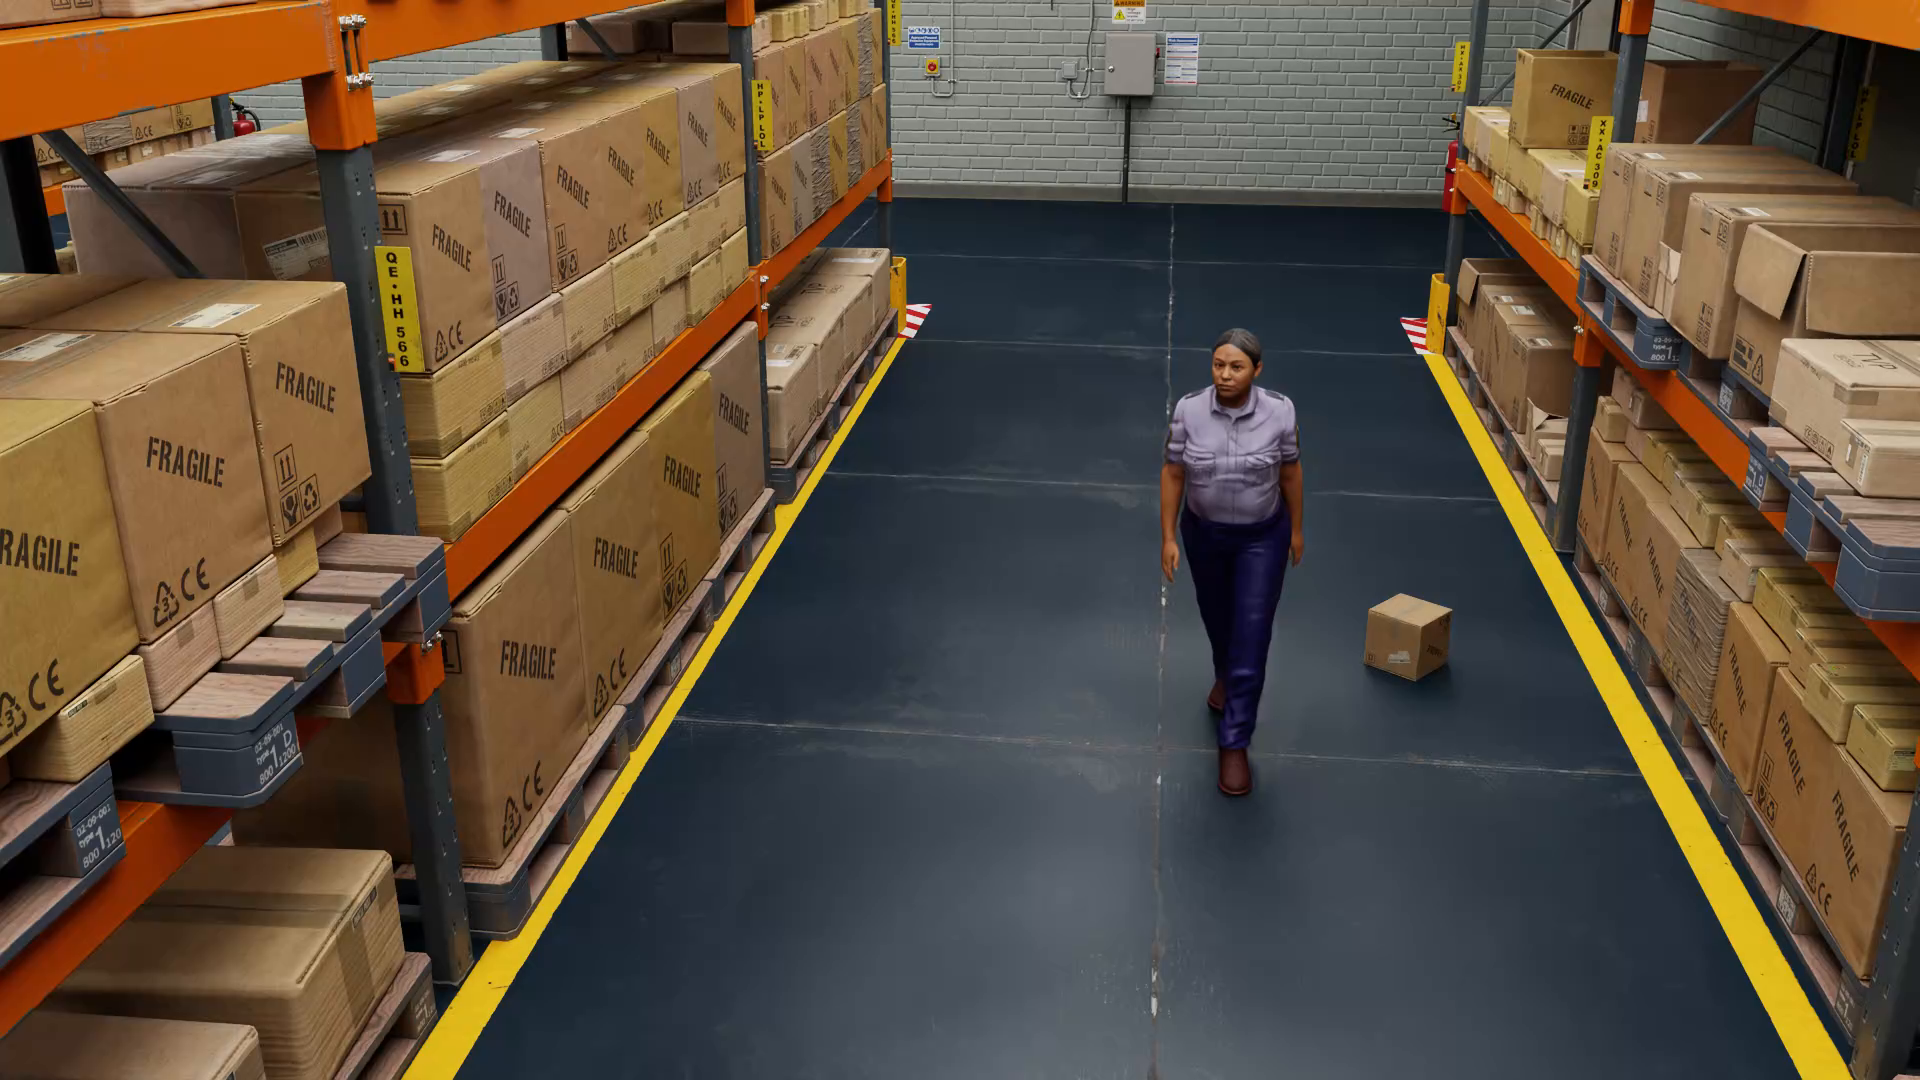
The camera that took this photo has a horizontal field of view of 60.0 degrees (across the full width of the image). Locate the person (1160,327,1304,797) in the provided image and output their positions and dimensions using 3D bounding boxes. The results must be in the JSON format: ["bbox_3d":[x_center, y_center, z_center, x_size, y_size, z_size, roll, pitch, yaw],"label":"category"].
[{"bbox_3d":[0.975,0.000,6.095,0.506,1.601,0.898,8,23,21],"label":"person"}]
